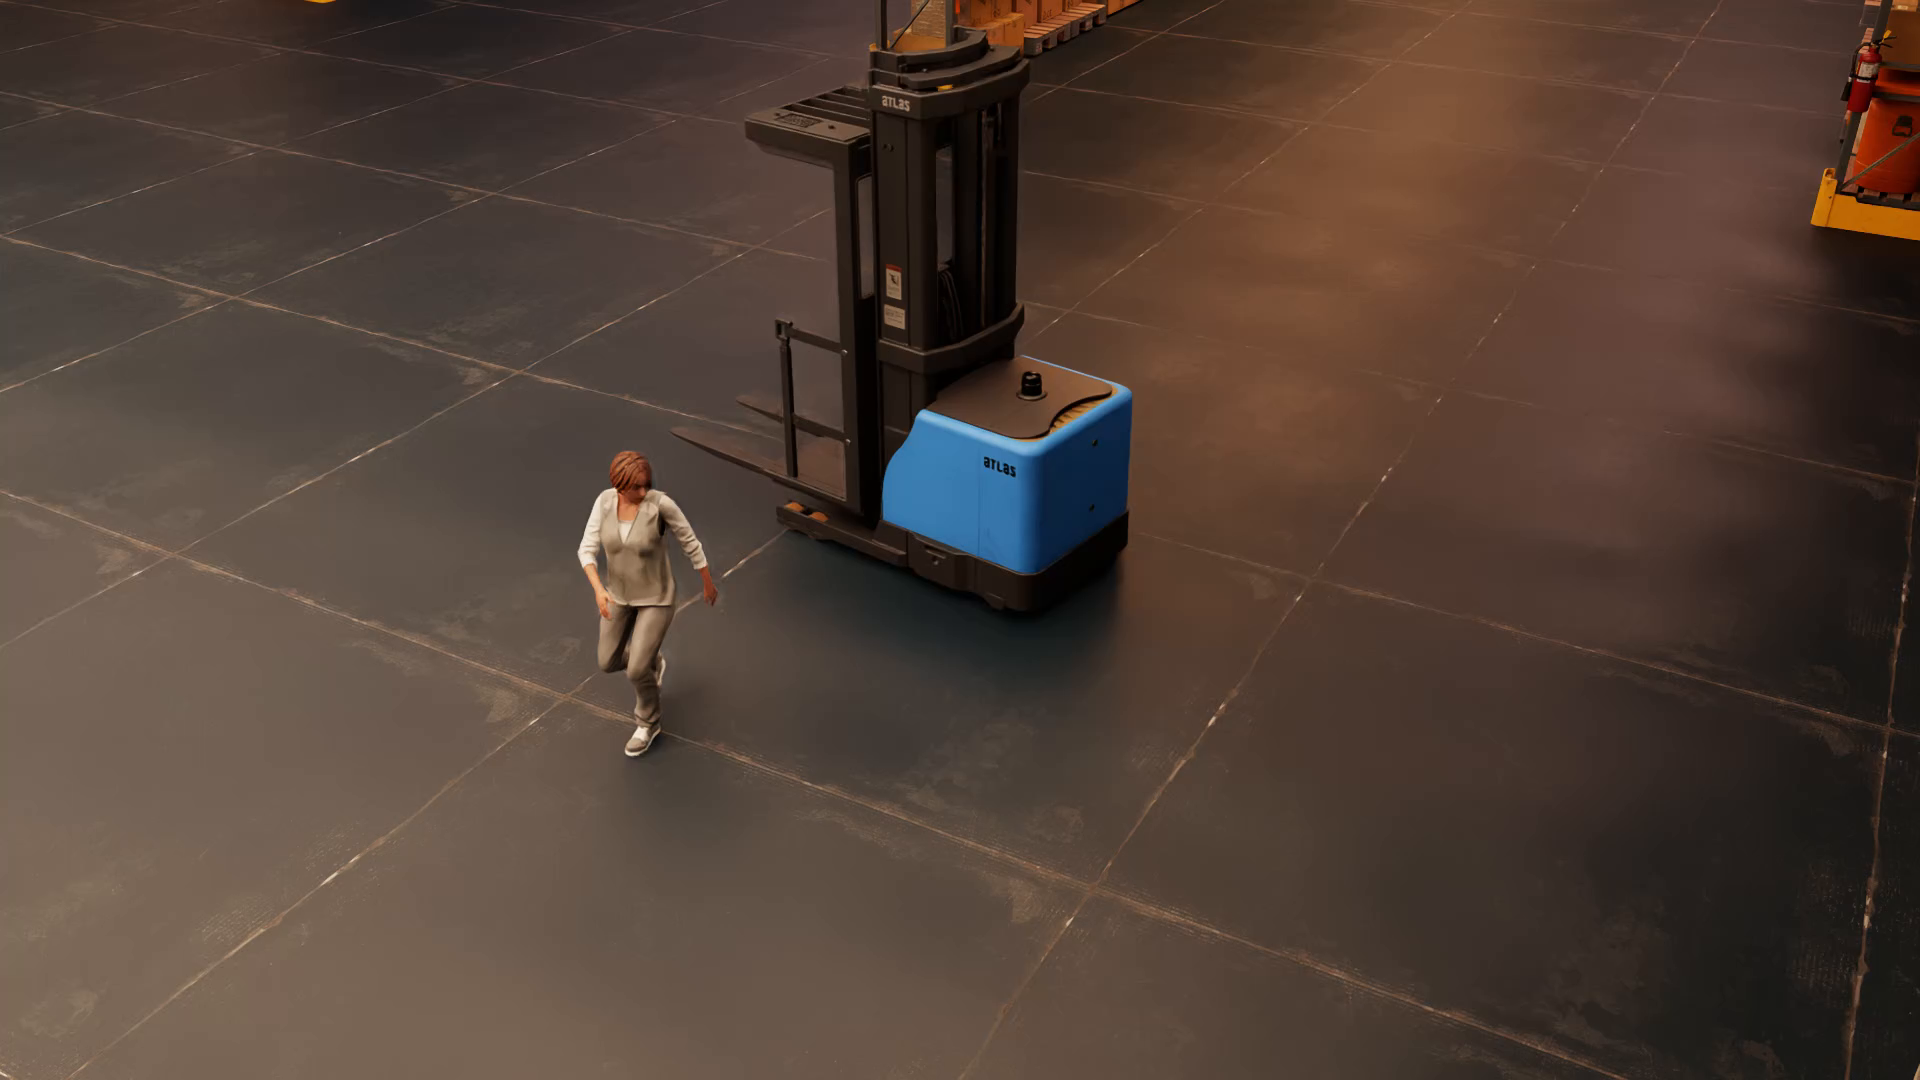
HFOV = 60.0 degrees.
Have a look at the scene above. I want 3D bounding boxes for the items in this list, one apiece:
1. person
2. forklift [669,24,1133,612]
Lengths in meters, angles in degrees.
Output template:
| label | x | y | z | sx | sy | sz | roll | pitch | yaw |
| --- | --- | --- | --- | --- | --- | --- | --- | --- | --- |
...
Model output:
| label | x | y | z | sx | sy | sz | roll | pitch | yaw |
| --- | --- | --- | --- | --- | --- | --- | --- | --- | --- |
| person | -1.516 | 0.285 | 7.984 | 0.563 | 1.540 | 0.580 | 12 | 32 | 20 |
| forklift | -0.490 | -1.457 | 9.595 | 3.031 | 2.935 | 1.130 | 21 | 36 | 32 |
